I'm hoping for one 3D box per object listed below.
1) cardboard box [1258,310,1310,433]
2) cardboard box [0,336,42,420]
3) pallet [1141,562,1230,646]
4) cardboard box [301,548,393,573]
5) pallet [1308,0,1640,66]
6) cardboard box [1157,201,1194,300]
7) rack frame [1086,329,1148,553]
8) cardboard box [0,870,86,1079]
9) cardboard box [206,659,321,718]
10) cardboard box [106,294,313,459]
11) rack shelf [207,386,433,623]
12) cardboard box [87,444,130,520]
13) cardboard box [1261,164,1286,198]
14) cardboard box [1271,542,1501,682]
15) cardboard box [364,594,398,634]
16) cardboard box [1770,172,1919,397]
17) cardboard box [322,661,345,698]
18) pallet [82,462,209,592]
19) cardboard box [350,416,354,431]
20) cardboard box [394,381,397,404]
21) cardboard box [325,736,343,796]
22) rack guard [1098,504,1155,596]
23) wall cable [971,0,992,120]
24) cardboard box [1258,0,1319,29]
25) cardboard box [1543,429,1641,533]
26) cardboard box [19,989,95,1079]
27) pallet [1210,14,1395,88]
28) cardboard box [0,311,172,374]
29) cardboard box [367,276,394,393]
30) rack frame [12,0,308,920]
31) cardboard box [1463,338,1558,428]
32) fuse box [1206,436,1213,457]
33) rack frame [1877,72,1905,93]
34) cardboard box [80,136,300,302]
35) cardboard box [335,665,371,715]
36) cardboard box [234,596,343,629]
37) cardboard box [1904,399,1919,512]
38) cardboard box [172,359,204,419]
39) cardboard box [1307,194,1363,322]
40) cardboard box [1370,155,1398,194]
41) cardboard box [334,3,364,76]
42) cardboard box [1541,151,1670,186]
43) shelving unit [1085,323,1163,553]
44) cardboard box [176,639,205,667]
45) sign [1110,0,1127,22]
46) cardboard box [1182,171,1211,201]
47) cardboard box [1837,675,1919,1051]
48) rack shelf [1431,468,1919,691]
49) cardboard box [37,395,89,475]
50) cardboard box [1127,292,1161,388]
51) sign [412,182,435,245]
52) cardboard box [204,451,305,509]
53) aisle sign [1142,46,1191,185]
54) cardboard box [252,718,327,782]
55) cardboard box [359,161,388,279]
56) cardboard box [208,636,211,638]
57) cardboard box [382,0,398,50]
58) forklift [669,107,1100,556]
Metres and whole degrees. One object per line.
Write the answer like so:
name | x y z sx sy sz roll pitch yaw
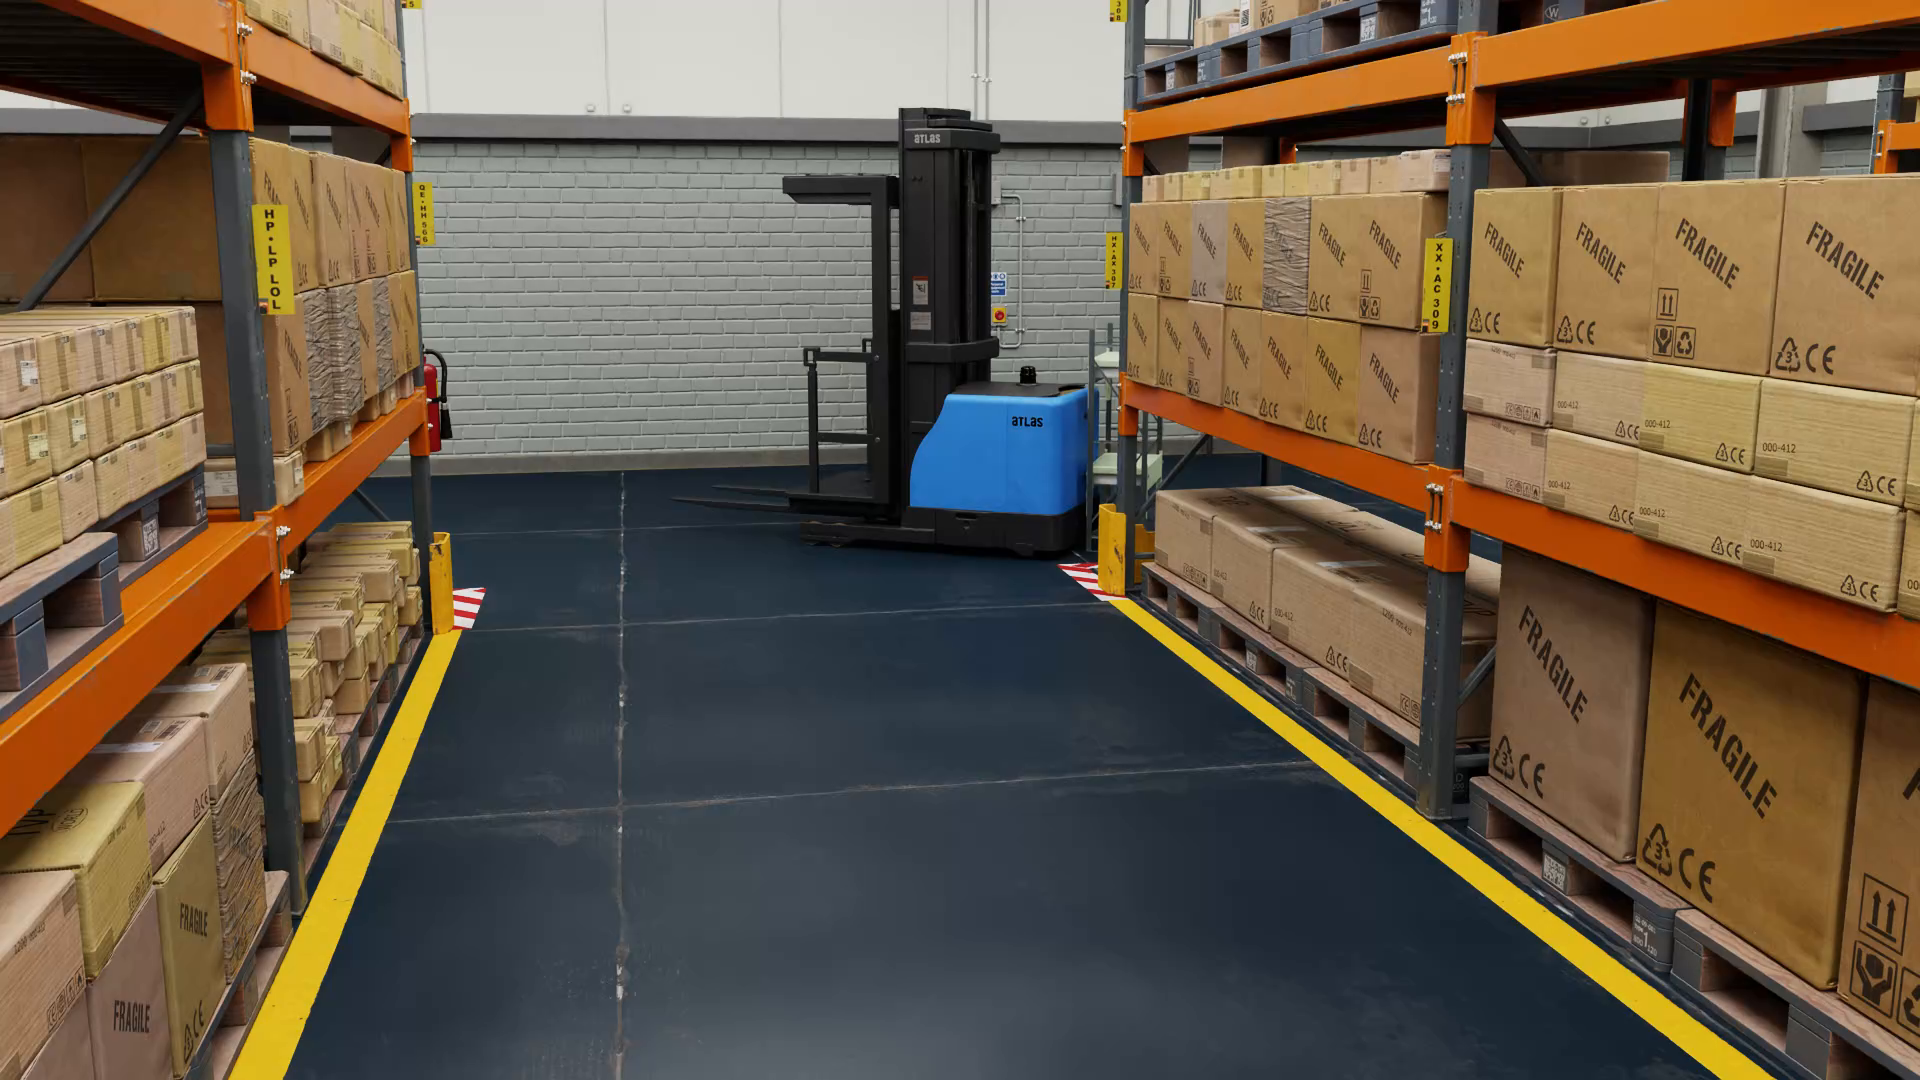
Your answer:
cardboard box | 1.666 -0.763 7.417 0.500 0.500 0.500 -2 11 -12
cardboard box | -2.089 -0.323 3.331 0.380 0.149 0.250 -3 11 -14
pallet | 1.678 0.328 9.411 1.003 0.211 1.213 -2 11 -11
cardboard box | -2.882 0.143 7.833 0.380 0.149 0.250 -3 11 -13
pallet | 2.075 -2.033 6.570 1.003 0.211 1.213 -2 11 -11
cardboard box | 1.368 -1.533 8.789 0.500 0.500 0.500 -2 11 -13
rack frame | 1.051 -0.648 11.090 0.400 1.500 0.023 3 11 14
cardboard box | -1.913 0.813 2.957 0.500 0.250 0.500 -2 11 -11
cardboard box | -2.471 0.525 5.828 0.380 0.149 0.250 -2 11 -8
cardboard box | -2.461 -0.549 5.496 0.500 0.500 0.500 -2 11 -12
rack shelf | -3.001 -0.267 7.003 1.077 0.370 4.000 -2 11 -11
cardboard box | -2.194 -0.132 3.915 0.380 0.149 0.250 -3 11 -14
cardboard box | 1.603 -1.638 7.602 0.380 0.149 0.250 -2 11 -11
cardboard box | 2.033 0.317 7.740 0.875 0.438 0.875 -2 11 -13
cardboard box | -2.791 0.337 7.611 0.380 0.149 0.250 -2 11 -10
cardboard box | 2.356 -0.623 4.004 0.500 0.500 0.500 -2 11 -12
cardboard box | -2.668 0.529 6.603 0.380 0.149 0.250 -2 11 -8
pallet | -2.606 -0.014 4.262 1.003 0.211 1.213 -2 11 -11
cardboard box | -2.817 -0.527 7.115 0.380 0.149 0.250 -2 11 -10
cardboard box | -2.974 -0.722 8.140 0.380 0.149 0.250 -2 11 -12
cardboard box | -2.419 0.813 5.904 0.380 0.149 0.250 -2 11 -9
rack guard | 1.442 0.037 10.163 1.175 0.500 0.348 -2 11 -11
wall cable | 0.063 -5.166 14.772 0.463 3.000 0.029 -2 11 -11
cardboard box | 1.691 -2.589 7.596 0.500 0.500 0.500 -2 11 -10
cardboard box | 2.153 -0.194 5.093 0.500 0.250 0.500 -2 11 -12
cardboard box | -1.927 1.176 3.056 0.500 0.500 0.500 -2 11 -12
pallet | 1.841 -2.256 7.743 1.003 0.211 1.213 -2 11 -11
cardboard box | -2.289 -0.513 4.329 0.380 0.149 0.250 -2 11 -13
cardboard box | -2.847 -0.922 7.458 0.500 0.500 0.500 -2 11 -11
rack frame | -2.612 -0.254 5.008 1.000 3.000 0.127 -2 11 -11
cardboard box | 2.033 -0.533 5.541 0.500 0.250 0.500 -2 11 -13
fuse box | 2.415 -1.636 15.716 0.539 1.711 0.414 -2 11 -11
rack frame | 6.314 -4.314 10.297 1.000 3.000 0.127 -2 11 -11
cardboard box | -2.460 -1.032 5.359 0.500 0.500 0.500 -2 11 -10
cardboard box | -2.660 0.625 6.890 0.380 0.149 0.250 -2 11 -13
cardboard box | -2.745 0.336 6.817 0.380 0.149 0.250 -3 11 -13
cardboard box | 2.436 -0.157 3.565 0.500 0.250 0.500 -2 11 -12
cardboard box | -2.341 -0.417 4.619 0.380 0.149 0.250 -2 11 -9
cardboard box | 1.771 -1.163 6.841 0.500 0.500 0.500 -2 11 -12
cardboard box | 1.868 -1.455 6.641 0.380 0.149 0.250 -2 11 -11
cardboard box | -2.729 -2.032 6.729 0.500 0.250 0.500 -2 11 -8
cardboard box | 2.417 -1.379 6.242 0.380 0.149 0.250 -2 11 -12
shelving unit | 1.142 -0.714 11.438 0.431 1.500 0.755 3 11 14
cardboard box | -3.054 0.451 6.215 0.380 0.149 0.250 -2 11 -9
sign | 0.901 -3.109 9.436 0.100 0.325 0.005 -2 11 -11
cardboard box | 1.371 -1.825 8.586 0.380 0.149 0.250 -2 11 -13
cardboard box | 2.780 0.825 3.898 0.875 0.875 0.875 -2 11 -10
rack shelf | 2.613 0.268 4.191 1.077 0.370 4.000 -2 11 -11
cardboard box | -2.136 -0.225 3.612 0.380 0.149 0.250 -3 11 -14
cardboard box | 1.258 -1.137 9.379 0.500 0.500 0.500 -2 11 -11
sign | -2.841 -1.728 8.812 0.100 0.325 0.005 -2 11 -11
cardboard box | -2.346 -0.194 5.367 0.380 0.149 0.250 -2 11 -9
aisle sign | 1.148 -2.466 9.677 0.394 0.787 0.004 -2 11 -11
cardboard box | -2.368 0.716 5.618 0.380 0.149 0.250 -2 11 -8
cardboard box | -2.848 -1.411 7.351 0.500 0.500 0.500 -2 11 -8
cardboard box | -3.183 0.454 6.993 0.380 0.149 0.250 -2 11 -8
cardboard box | -3.050 -2.558 8.154 0.500 0.250 0.500 -2 11 -13
forklift | -0.583 -1.481 11.637 3.031 2.935 1.130 4 11 20
